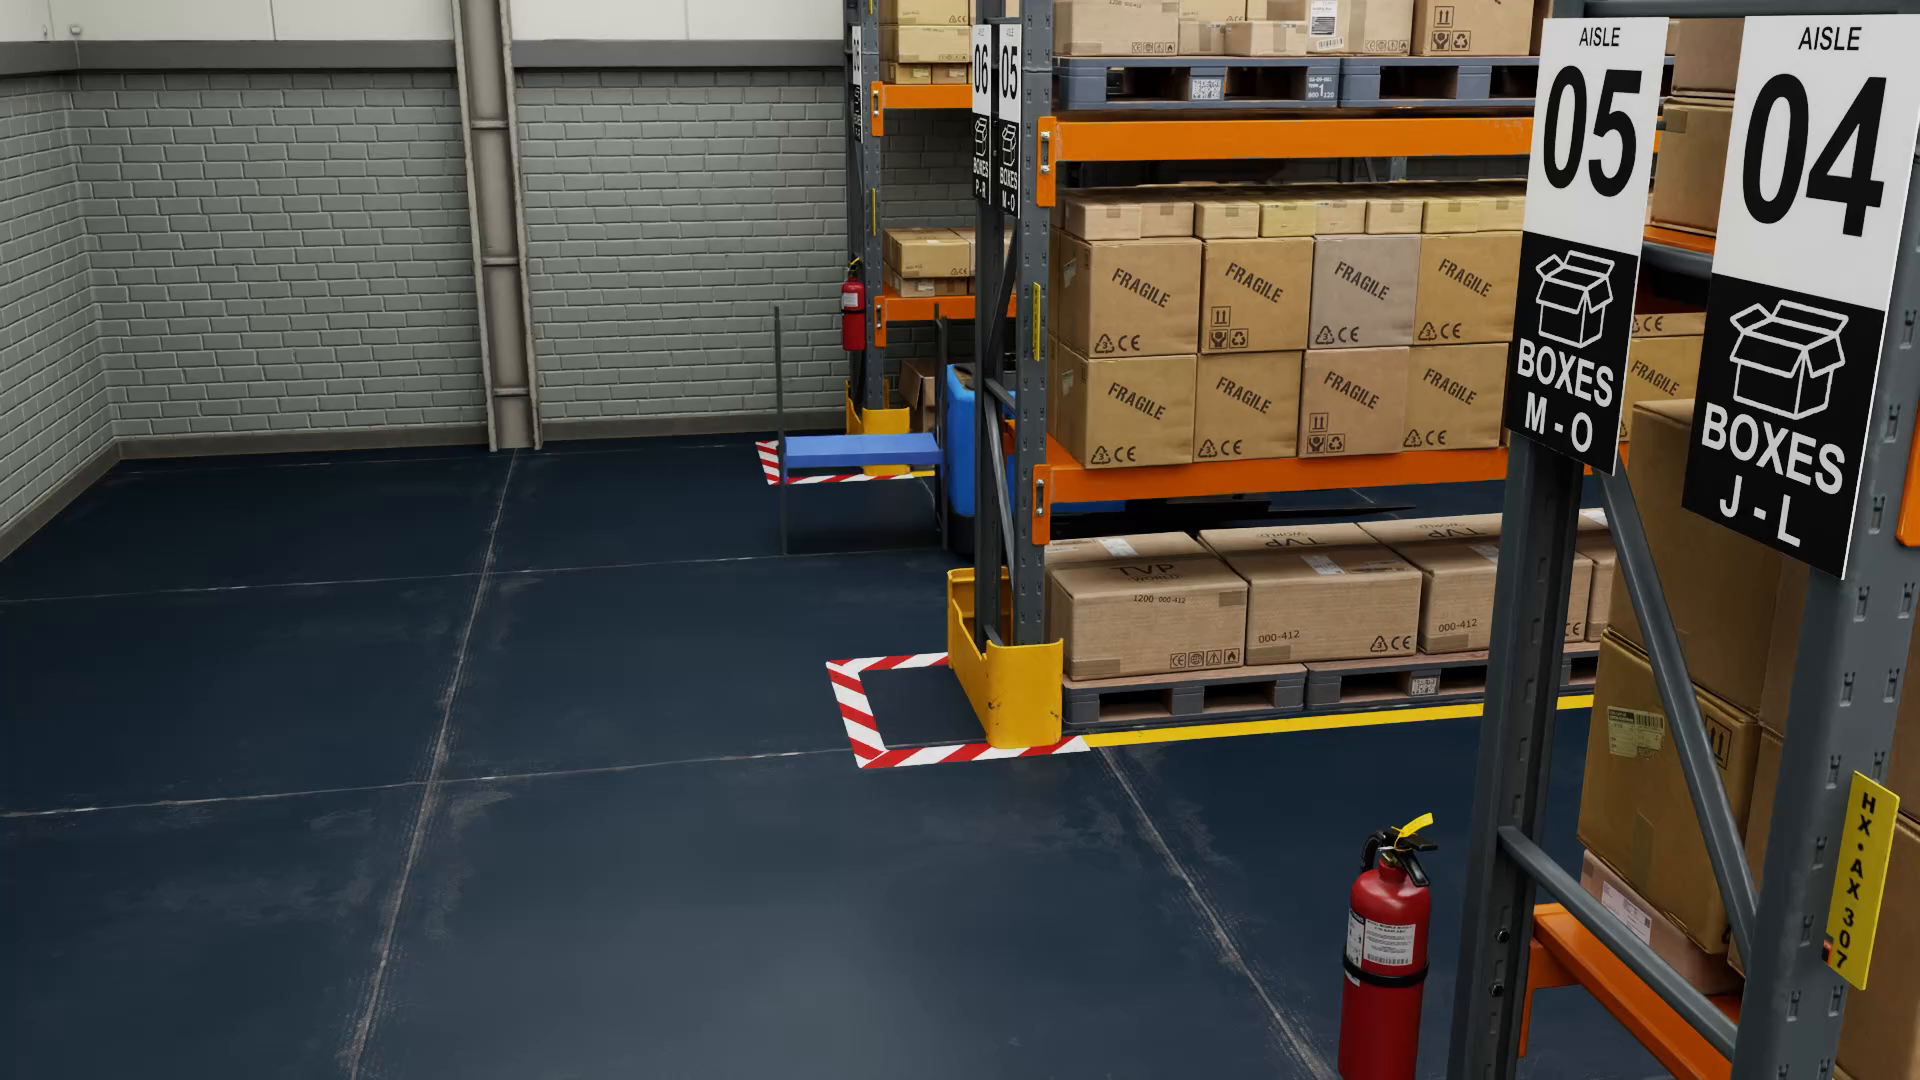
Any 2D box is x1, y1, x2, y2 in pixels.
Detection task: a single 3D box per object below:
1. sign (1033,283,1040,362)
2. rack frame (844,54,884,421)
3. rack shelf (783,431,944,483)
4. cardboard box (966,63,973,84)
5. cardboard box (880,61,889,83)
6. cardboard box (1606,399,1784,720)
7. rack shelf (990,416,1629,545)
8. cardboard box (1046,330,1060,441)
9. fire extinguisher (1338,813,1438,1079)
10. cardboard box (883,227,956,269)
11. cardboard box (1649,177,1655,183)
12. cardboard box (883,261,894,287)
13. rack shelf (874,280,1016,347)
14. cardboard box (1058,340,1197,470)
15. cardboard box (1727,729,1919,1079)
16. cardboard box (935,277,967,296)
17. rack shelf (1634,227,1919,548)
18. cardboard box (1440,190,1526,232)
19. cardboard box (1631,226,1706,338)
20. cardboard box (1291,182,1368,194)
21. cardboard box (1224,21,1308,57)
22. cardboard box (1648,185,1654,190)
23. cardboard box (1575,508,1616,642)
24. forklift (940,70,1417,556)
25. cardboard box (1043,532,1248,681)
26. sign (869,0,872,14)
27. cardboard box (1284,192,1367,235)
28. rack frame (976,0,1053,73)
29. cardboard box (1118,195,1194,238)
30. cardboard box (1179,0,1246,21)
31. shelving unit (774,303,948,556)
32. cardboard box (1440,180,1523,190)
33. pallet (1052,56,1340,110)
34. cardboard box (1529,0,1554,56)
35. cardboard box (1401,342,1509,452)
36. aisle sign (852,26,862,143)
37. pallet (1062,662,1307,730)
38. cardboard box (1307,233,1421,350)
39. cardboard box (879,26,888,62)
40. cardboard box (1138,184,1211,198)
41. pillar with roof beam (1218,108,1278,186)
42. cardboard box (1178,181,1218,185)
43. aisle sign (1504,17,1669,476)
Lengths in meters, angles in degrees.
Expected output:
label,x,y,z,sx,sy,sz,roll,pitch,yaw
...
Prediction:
label,x,y,z,sx,sy,sz,roll,pitch,yaw
sign,0.328,-0.936,7.140,0.005,0.325,0.100,-3,17,-10
rack frame,-0.717,-2.075,12.459,0.127,3.000,1.000,-3,17,-10
rack shelf,-0.628,-0.535,10.612,1.000,0.185,0.538,-2,17,-6
cardboard box,0.148,-3.371,11.998,0.250,0.149,0.380,-3,17,-10
cardboard box,-0.447,-3.473,12.331,0.250,0.149,0.380,-3,17,-9
cardboard box,1.669,0.012,3.285,0.500,0.500,0.500,-4,17,-12
rack shelf,2.192,-0.412,8.270,4.000,0.370,1.077,-3,17,-10
cardboard box,0.652,-0.795,8.122,0.500,0.500,0.500,-3,17,-10
fire extinguisher,0.932,0.873,3.627,0.183,0.674,0.296,-3,17,-10
cardboard box,-0.316,-2.248,12.770,0.500,0.250,0.500,-3,17,-9
cardboard box,3.548,-1.741,8.395,0.250,0.149,0.380,-3,17,-10
cardboard box,-0.443,-2.051,12.808,0.250,0.149,0.380,-3,17,-11
rack shelf,1.247,-1.843,12.928,4.000,0.370,1.077,-3,17,-10
cardboard box,0.754,-0.636,7.604,0.500,0.500,0.500,-3,17,-11
cardboard box,1.760,0.642,2.937,0.500,0.500,0.500,-2,17,-8
cardboard box,-0.101,-1.922,12.388,0.250,0.149,0.380,-3,17,-9
rack shelf,3.230,-0.425,3.201,4.000,0.370,1.077,-3,17,-10
cardboard box,2.408,-1.523,7.684,0.250,0.149,0.380,-3,17,-10
cardboard box,3.245,-1.261,7.936,0.500,0.500,0.500,-3,17,-11
cardboard box,1.785,-1.645,8.080,0.250,0.149,0.380,-3,17,-9
cardboard box,1.340,-2.201,7.303,0.250,0.149,0.380,-3,17,-8
cardboard box,3.387,-1.600,7.933,0.250,0.149,0.380,-3,17,-10
cardboard box,3.519,0.161,8.828,0.875,0.438,0.875,-3,17,-11
forklift,1.416,-1.450,10.540,3.031,2.935,1.130,-2,17,-6
cardboard box,0.857,0.314,8.329,0.875,0.438,0.875,-4,17,-12
sign,-0.614,-3.770,11.381,0.005,0.325,0.100,-3,17,-10
cardboard box,1.653,-1.487,7.565,0.250,0.149,0.380,-3,17,-10
rack frame,0.228,-3.512,6.920,0.127,3.000,1.000,-3,17,-10
cardboard box,0.873,-1.455,7.463,0.250,0.149,0.380,-3,17,-9
cardboard box,1.765,-3.887,12.147,0.500,0.250,0.500,-3,17,-9
shelving unit,-0.628,-0.707,10.559,1.048,1.500,0.538,-2,17,-6
cardboard box,2.552,-1.675,8.178,0.250,0.149,0.380,-3,17,-11
pallet,0.955,-2.080,7.518,1.213,0.211,1.003,-3,17,-10
cardboard box,2.838,-2.515,7.720,0.637,0.503,0.797,-2,17,-6
cardboard box,2.237,-0.728,7.904,0.500,0.500,0.500,-3,17,-9
aisle sign,-0.728,-3.229,11.790,0.004,0.787,0.394,-3,17,-10
pallet,0.998,0.621,8.429,1.213,0.211,1.003,-3,17,-10
cardboard box,1.763,-1.177,7.660,0.500,0.500,0.500,-3,17,-11
cardboard box,-0.332,-3.683,12.333,0.500,0.250,0.500,-4,17,-11
cardboard box,1.025,-1.618,7.992,0.250,0.149,0.380,-3,17,-11
pillar with roof beam,3.172,-4.146,8.983,0.400,9.000,9.100,-3,17,-10
cardboard box,1.698,-2.721,13.033,0.500,0.500,0.500,-4,17,-12
aisle sign,1.138,-0.548,3.060,0.004,0.787,0.394,-3,17,-10
